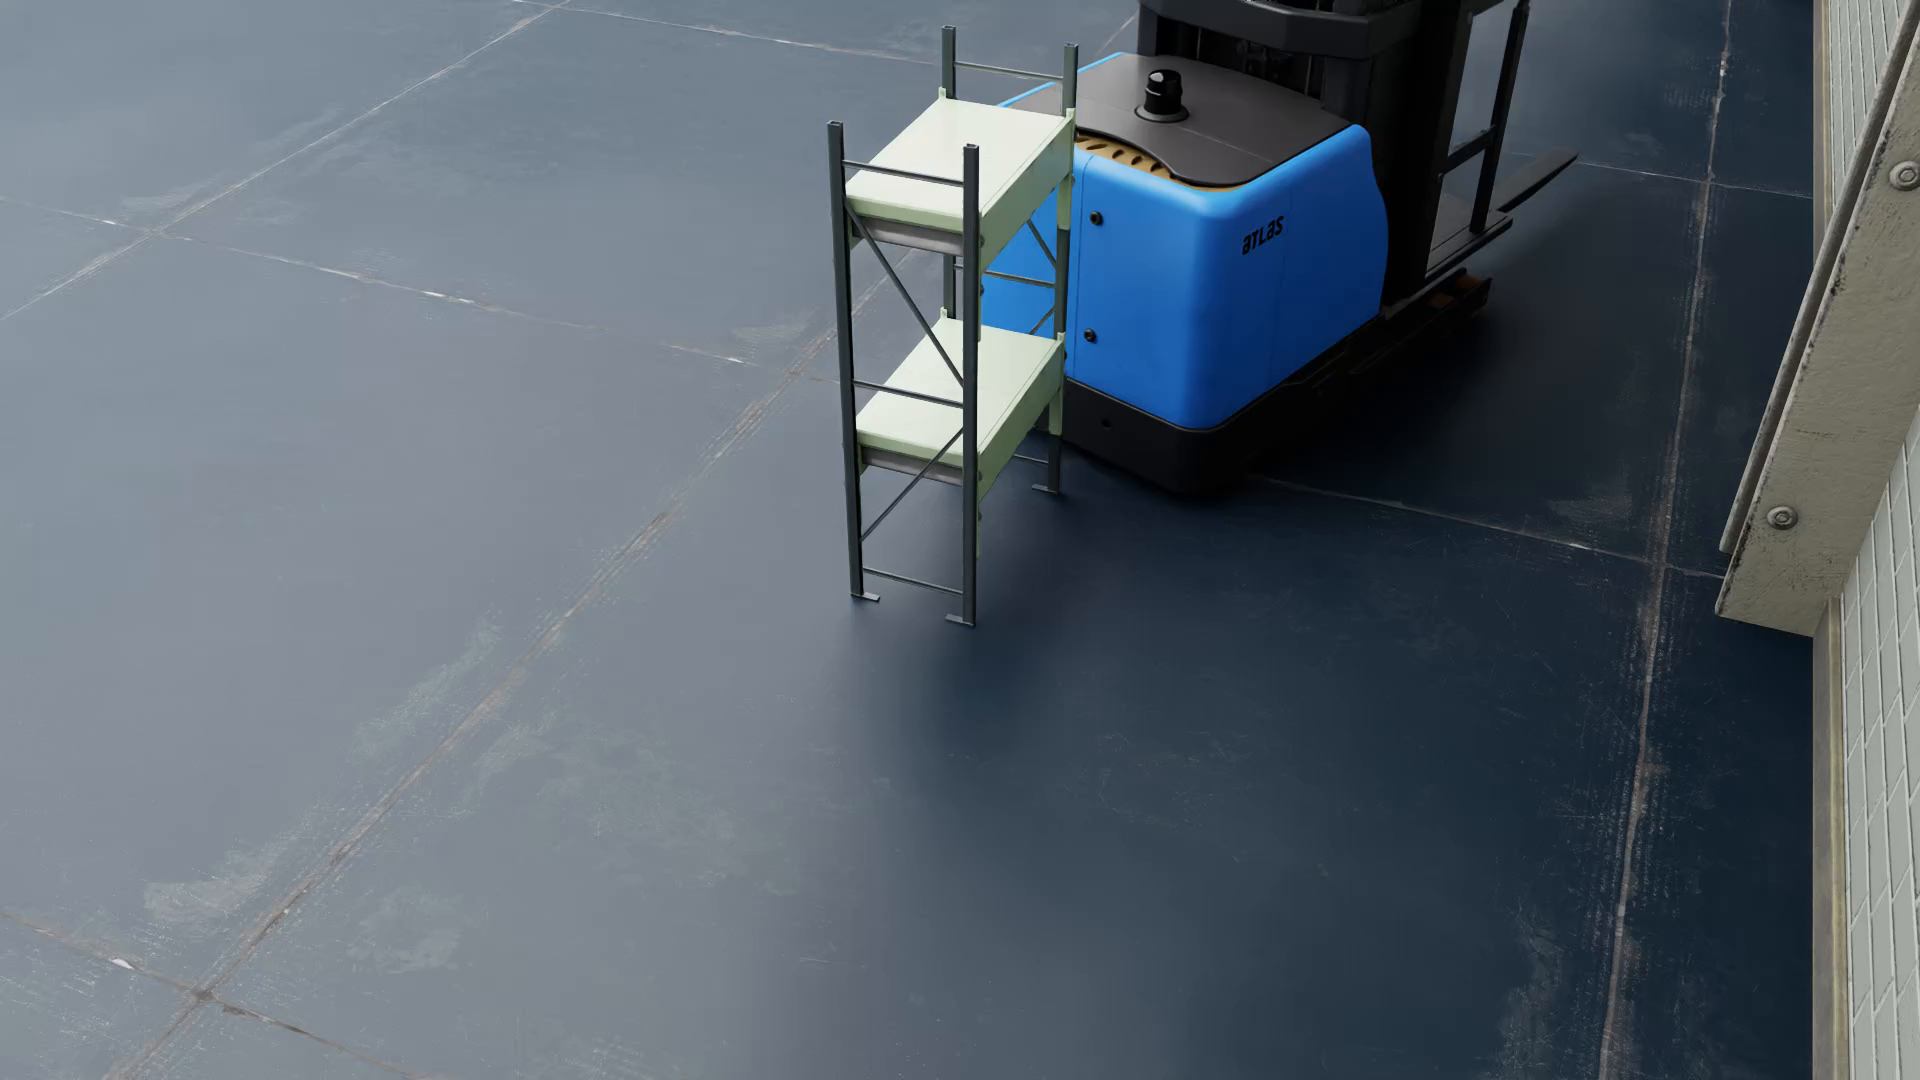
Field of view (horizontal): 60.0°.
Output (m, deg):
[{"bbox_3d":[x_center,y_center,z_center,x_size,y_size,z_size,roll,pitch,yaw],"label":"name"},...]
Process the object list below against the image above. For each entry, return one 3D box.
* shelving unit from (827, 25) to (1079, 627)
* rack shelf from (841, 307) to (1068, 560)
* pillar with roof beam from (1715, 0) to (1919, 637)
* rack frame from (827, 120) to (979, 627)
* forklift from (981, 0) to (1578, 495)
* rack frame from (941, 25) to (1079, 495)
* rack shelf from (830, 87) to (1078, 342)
[{"bbox_3d":[-0.003,-0.597,4.796,0.431,1.500,0.755,14,39,18],"label":"shelving unit"},{"bbox_3d":[-0.003,-0.336,4.991,0.431,0.370,0.720,14,39,18],"label":"rack shelf"},{"bbox_3d":[-1.515,-4.437,3.670,9.100,9.000,0.400,14,39,18],"label":"pillar with roof beam"},{"bbox_3d":[-0.142,-0.394,4.525,0.400,1.500,0.023,14,39,18],"label":"rack frame"},{"bbox_3d":[1.379,-2.117,5.634,1.130,2.935,3.031,28,45,32],"label":"forklift"},{"bbox_3d":[0.137,-0.800,5.067,0.400,1.500,0.023,14,39,18],"label":"rack frame"},{"bbox_3d":[-0.003,-0.910,4.562,0.431,0.370,0.720,14,39,18],"label":"rack shelf"}]
